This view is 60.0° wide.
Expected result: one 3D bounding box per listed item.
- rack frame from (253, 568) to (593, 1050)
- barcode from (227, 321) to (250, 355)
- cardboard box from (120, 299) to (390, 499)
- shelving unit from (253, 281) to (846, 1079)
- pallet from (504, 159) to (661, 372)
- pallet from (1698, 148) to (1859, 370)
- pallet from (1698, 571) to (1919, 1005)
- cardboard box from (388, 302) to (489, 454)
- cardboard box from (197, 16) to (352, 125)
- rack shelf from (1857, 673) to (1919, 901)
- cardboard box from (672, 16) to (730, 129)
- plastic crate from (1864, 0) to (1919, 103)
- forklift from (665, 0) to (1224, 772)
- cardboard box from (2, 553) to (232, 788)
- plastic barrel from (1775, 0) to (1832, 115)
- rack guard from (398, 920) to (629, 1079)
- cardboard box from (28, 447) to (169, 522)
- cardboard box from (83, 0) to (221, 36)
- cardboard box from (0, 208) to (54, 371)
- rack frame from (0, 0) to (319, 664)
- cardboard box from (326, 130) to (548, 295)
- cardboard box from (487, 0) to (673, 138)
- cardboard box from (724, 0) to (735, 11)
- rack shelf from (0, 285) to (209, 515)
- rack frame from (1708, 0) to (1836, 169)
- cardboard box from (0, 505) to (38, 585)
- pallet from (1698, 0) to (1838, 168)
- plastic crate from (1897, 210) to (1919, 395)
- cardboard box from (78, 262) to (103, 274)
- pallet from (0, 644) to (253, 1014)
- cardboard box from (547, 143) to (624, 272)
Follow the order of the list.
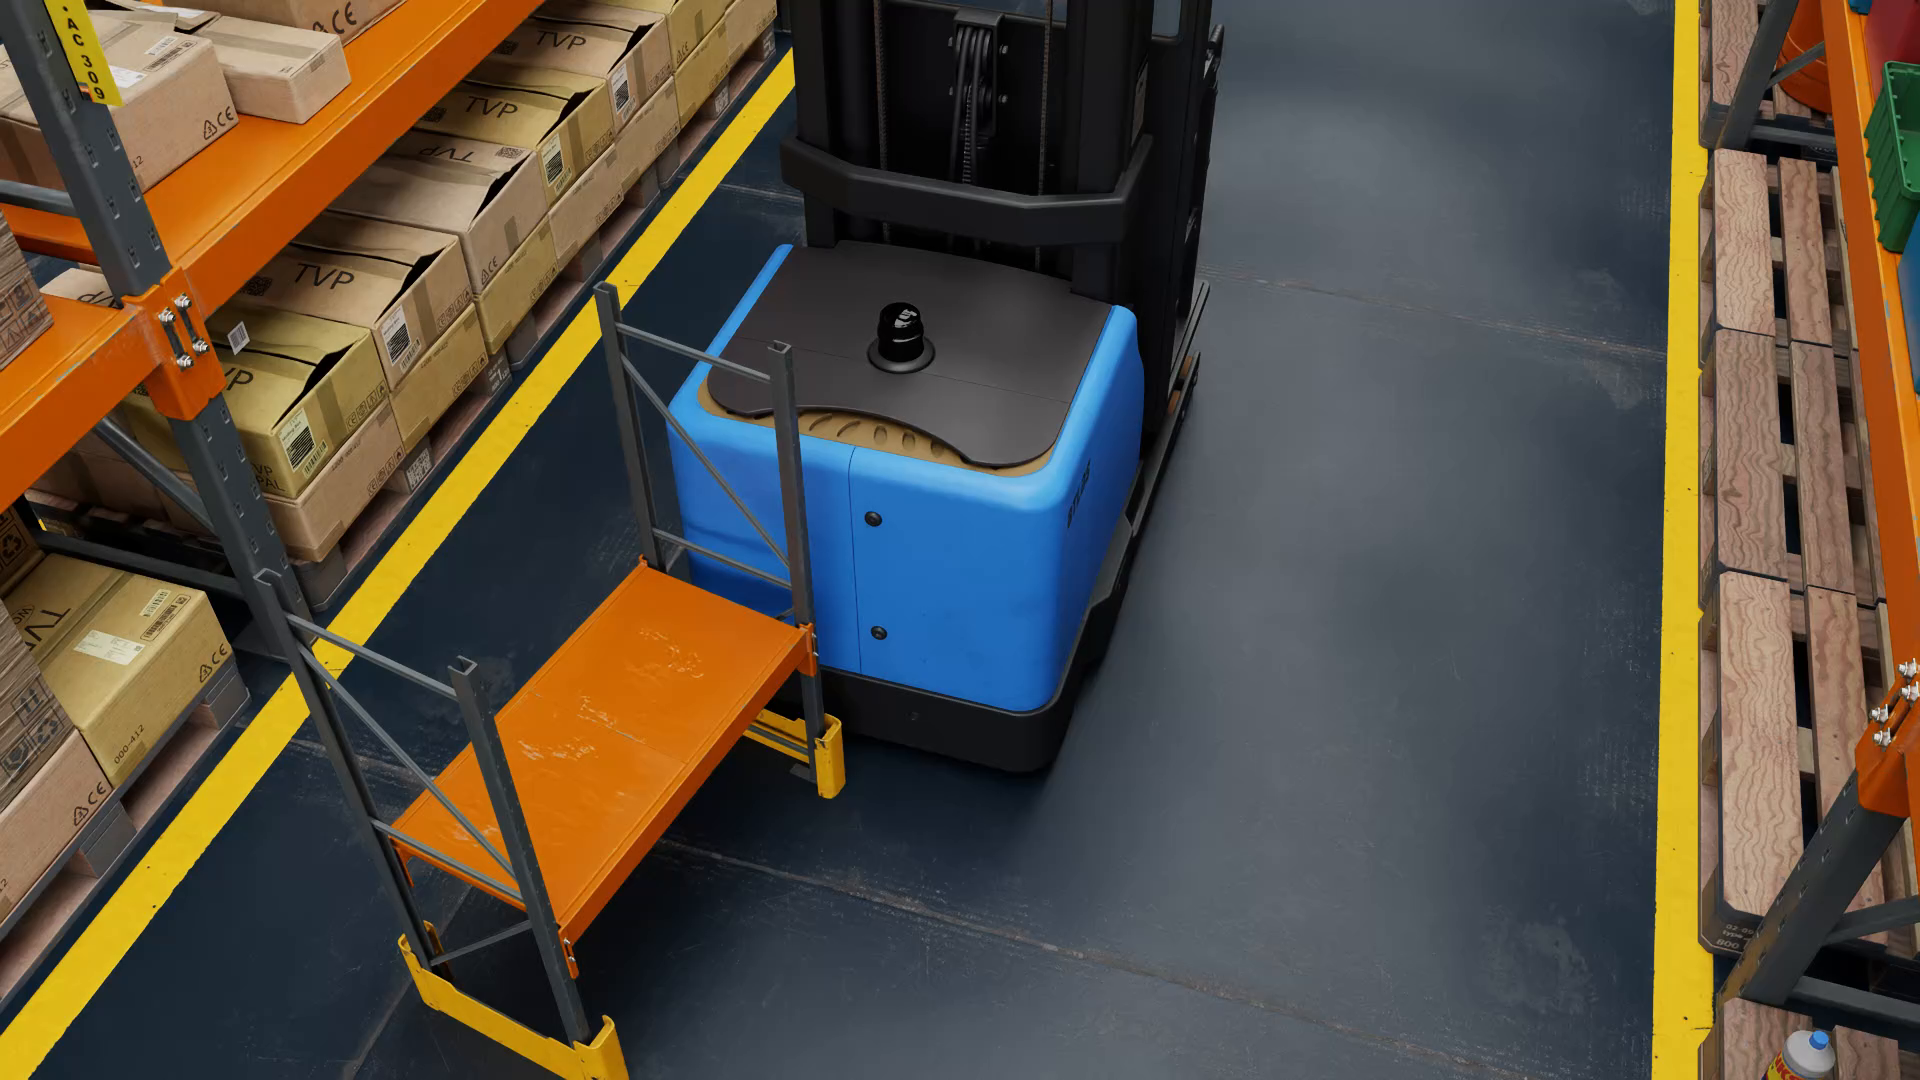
[{"bbox_3d":[-1.064,0.678,3.485,0.500,1.500,0.032,21,48,20],"label":"rack frame"},{"bbox_3d":[-1.927,-0.539,4.443,0.001,0.075,0.075,13,46,13],"label":"barcode"},{"bbox_3d":[-2.039,-0.441,4.821,0.500,0.311,0.500,13,46,13],"label":"cardboard box"},{"bbox_3d":[-0.820,0.359,3.811,0.587,1.500,1.083,21,48,20],"label":"shelving unit"},{"bbox_3d":[-1.848,-1.169,6.294,1.003,0.211,1.213,13,46,13],"label":"pallet"},{"bbox_3d":[3.258,-0.960,6.081,1.003,0.211,1.213,13,46,13],"label":"pallet"},{"bbox_3d":[2.519,0.666,4.418,1.003,0.211,1.213,13,46,13],"label":"pallet"},{"bbox_3d":[-1.887,-0.575,5.358,0.500,0.250,0.500,14,46,14],"label":"cardboard box"},{"bbox_3d":[-1.938,-1.308,4.622,0.380,0.149,0.250,13,46,13],"label":"cardboard box"},{"bbox_3d":[1.712,1.791,1.789,1.077,0.370,4.000,13,46,13],"label":"rack shelf"},{"bbox_3d":[-1.270,-1.938,6.751,0.500,0.250,0.500,12,46,12],"label":"cardboard box"},{"bbox_3d":[2.748,-1.476,4.568,0.402,0.464,0.583,13,46,13],"label":"plastic crate"},{"bbox_3d":[0.190,-1.468,4.654,1.130,2.935,3.031,12,46,12],"label":"forklift"},{"bbox_3d":[-2.334,0.337,4.426,0.500,0.250,0.500,13,46,13],"label":"cardboard box"},{"bbox_3d":[3.661,-2.169,6.574,0.600,0.830,0.708,13,46,13],"label":"plastic barrel"},{"bbox_3d":[-1.055,1.113,3.934,0.587,0.250,0.087,21,48,20],"label":"rack guard"},{"bbox_3d":[-2.552,-0.356,5.135,0.500,0.250,0.500,12,46,12],"label":"cardboard box"},{"bbox_3d":[-2.310,-1.428,4.660,0.396,0.266,0.258,12,46,12],"label":"cardboard box"},{"bbox_3d":[-2.530,-0.589,3.636,0.700,0.500,0.500,11,46,11],"label":"cardboard box"},{"bbox_3d":[-2.401,-0.851,3.975,1.000,3.000,0.127,13,46,13],"label":"rack frame"},{"bbox_3d":[-1.727,-1.119,5.513,0.500,0.311,0.500,11,45,11],"label":"cardboard box"},{"bbox_3d":[-1.421,-1.800,6.209,0.500,0.311,0.500,12,46,12],"label":"cardboard box"},{"bbox_3d":[-1.114,-2.483,6.908,0.500,0.311,0.500,14,46,14],"label":"cardboard box"},{"bbox_3d":[-3.007,0.740,2.864,1.077,0.370,4.000,13,46,13],"label":"rack shelf"},{"bbox_3d":[3.529,-2.465,5.625,1.000,3.000,0.127,13,46,13],"label":"rack frame"},{"bbox_3d":[-2.840,-0.043,4.279,0.500,0.500,0.500,13,46,13],"label":"cardboard box"},{"bbox_3d":[3.729,-2.003,7.146,1.003,0.211,1.213,13,46,13],"label":"pallet"},{"bbox_3d":[2.356,-0.594,3.724,0.392,0.384,0.575,13,46,13],"label":"plastic crate"},{"bbox_3d":[-2.401,-0.897,5.287,0.500,0.311,0.500,14,46,14],"label":"cardboard box"},{"bbox_3d":[-2.682,0.667,4.417,1.003,0.211,1.213,13,46,13],"label":"pallet"},{"bbox_3d":[-1.578,-1.259,6.058,0.500,0.250,0.500,13,46,13],"label":"cardboard box"}]
